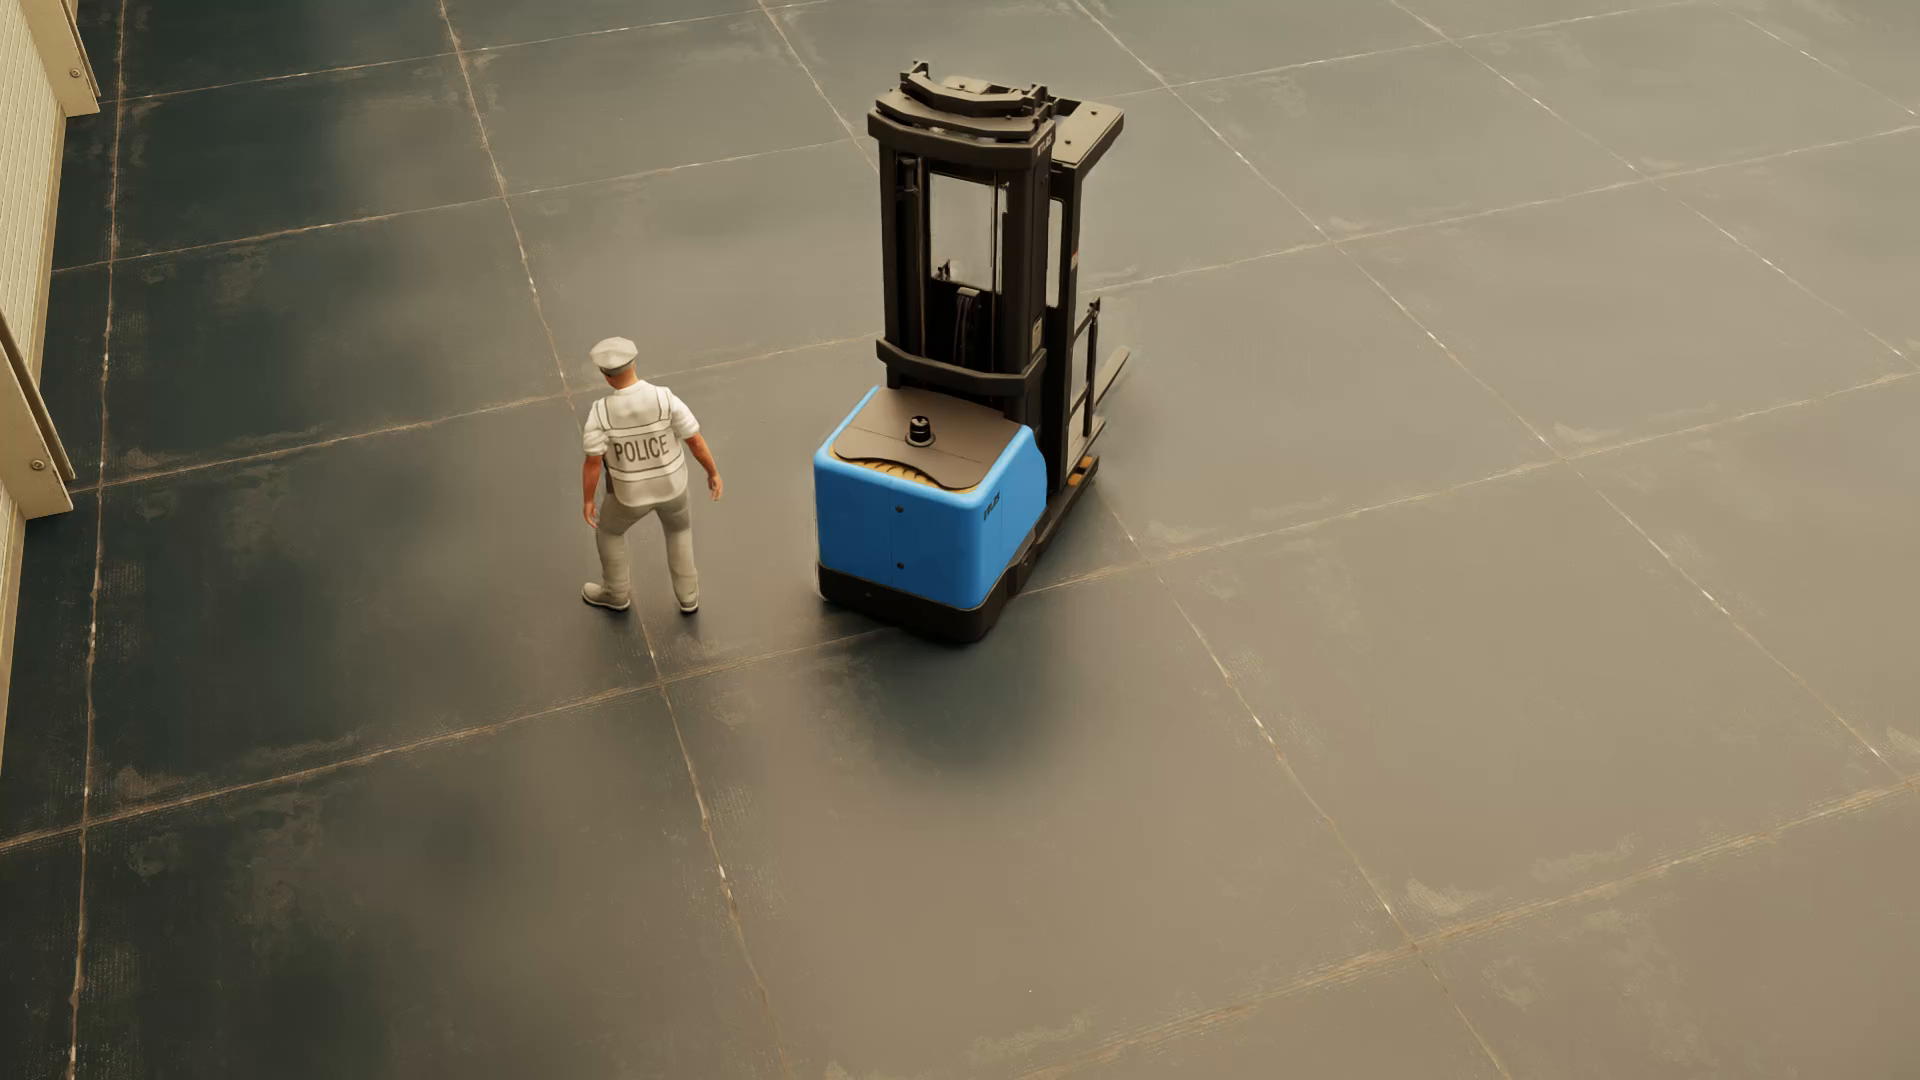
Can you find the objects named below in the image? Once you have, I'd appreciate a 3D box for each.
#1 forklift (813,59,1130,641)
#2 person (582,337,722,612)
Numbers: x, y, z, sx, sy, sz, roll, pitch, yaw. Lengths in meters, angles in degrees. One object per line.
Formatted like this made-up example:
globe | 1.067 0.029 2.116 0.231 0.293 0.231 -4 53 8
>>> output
forklift | 0.243 -1.491 9.773 1.130 2.935 3.031 16 43 19
person | -1.786 -0.318 9.333 0.874 1.719 0.426 -11 41 -13
